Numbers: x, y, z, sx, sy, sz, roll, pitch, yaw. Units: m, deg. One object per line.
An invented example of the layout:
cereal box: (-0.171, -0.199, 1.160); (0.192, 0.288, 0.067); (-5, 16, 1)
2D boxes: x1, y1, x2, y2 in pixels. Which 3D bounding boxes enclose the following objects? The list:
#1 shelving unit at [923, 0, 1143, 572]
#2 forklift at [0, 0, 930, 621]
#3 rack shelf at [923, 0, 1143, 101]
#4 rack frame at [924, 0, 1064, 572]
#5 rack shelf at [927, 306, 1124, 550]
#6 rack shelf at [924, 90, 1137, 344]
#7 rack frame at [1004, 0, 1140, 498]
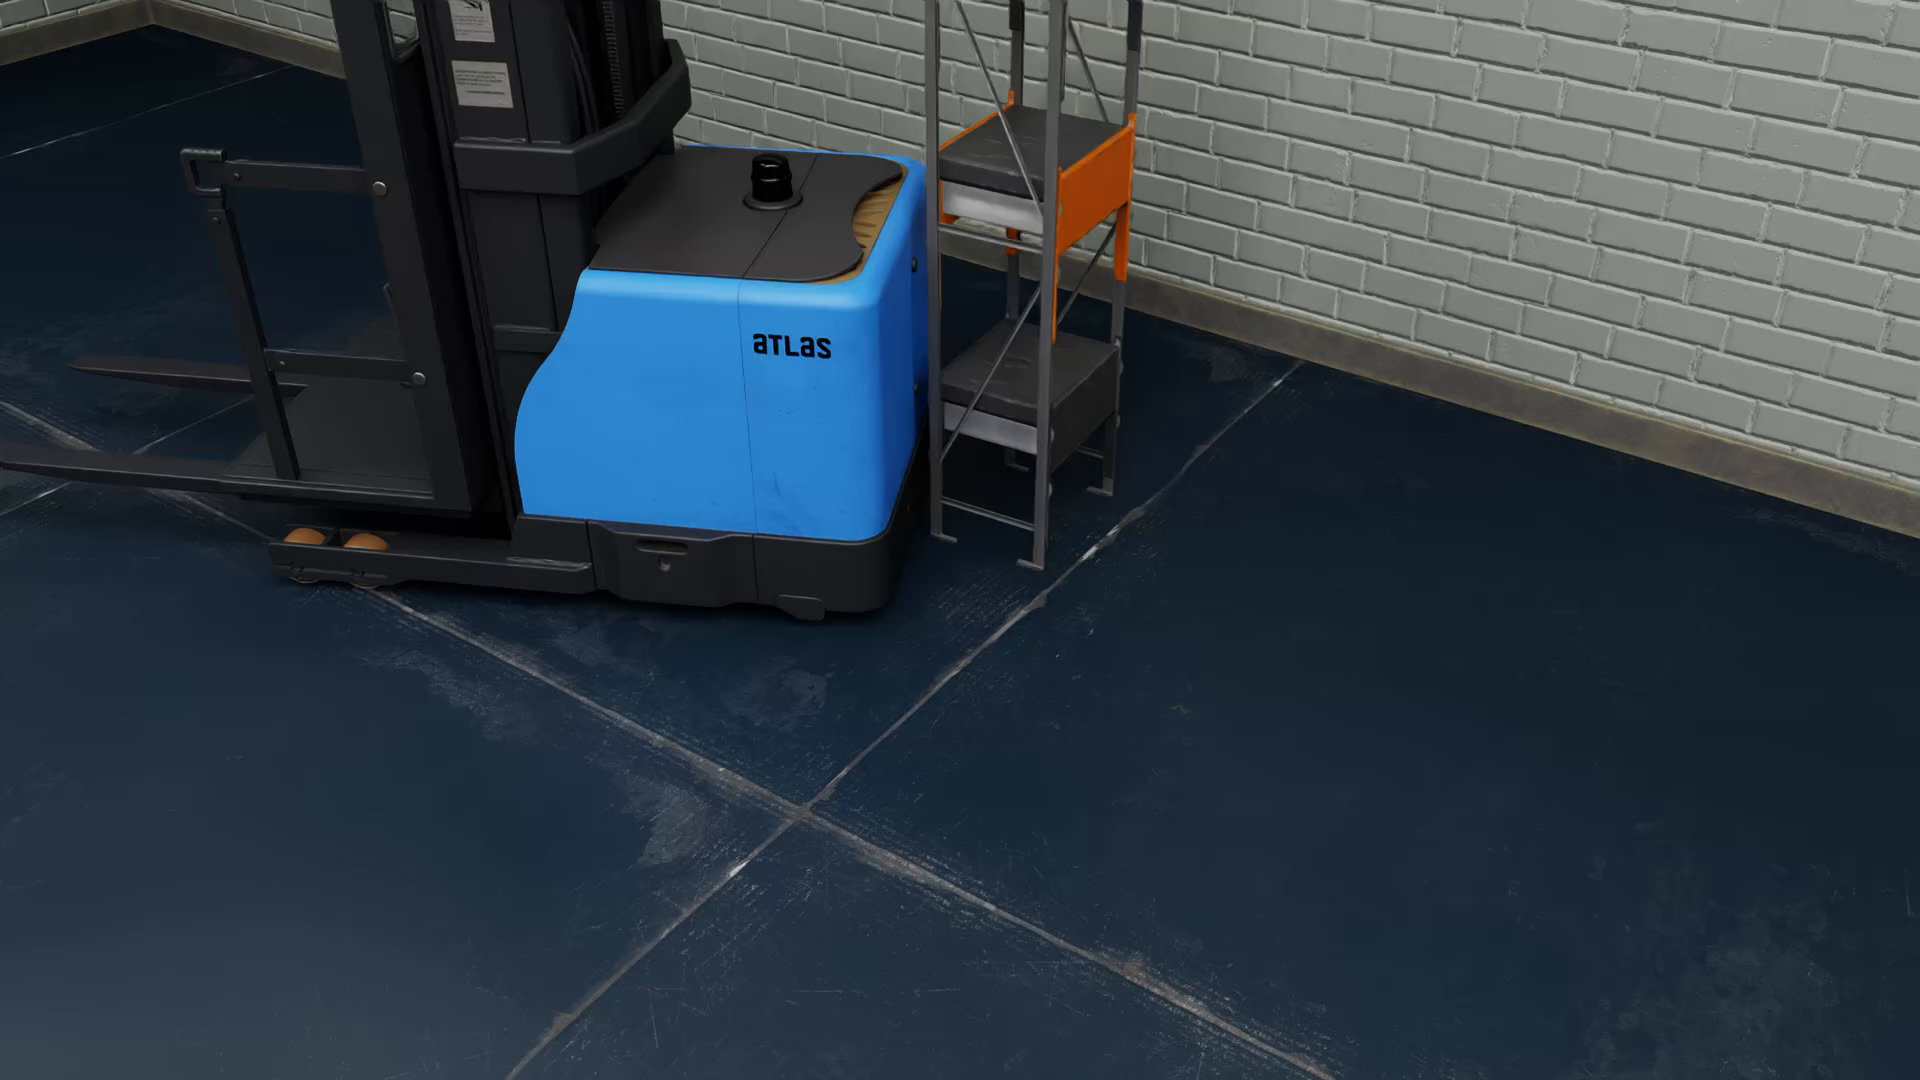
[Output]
shelving unit: (0.205, -0.949, 4.779); (0.431, 2.100, 0.503); (18, 38, 24)
forklift: (-1.632, -1.353, 4.634); (3.031, 2.935, 1.130); (5, 34, 7)
rack shelf: (0.205, -1.518, 4.395); (0.431, 0.518, 0.480); (18, 38, 24)
rack frame: (0.084, -0.830, 4.604); (0.400, 2.100, 0.015); (18, 38, 24)
rack shelf: (0.205, -0.358, 5.179); (0.431, 0.518, 0.480); (18, 38, 24)
rack shelf: (0.205, -0.938, 4.787); (0.431, 0.518, 0.480); (18, 38, 24)
rack frame: (0.326, -1.068, 4.955); (0.400, 2.100, 0.015); (18, 38, 24)
